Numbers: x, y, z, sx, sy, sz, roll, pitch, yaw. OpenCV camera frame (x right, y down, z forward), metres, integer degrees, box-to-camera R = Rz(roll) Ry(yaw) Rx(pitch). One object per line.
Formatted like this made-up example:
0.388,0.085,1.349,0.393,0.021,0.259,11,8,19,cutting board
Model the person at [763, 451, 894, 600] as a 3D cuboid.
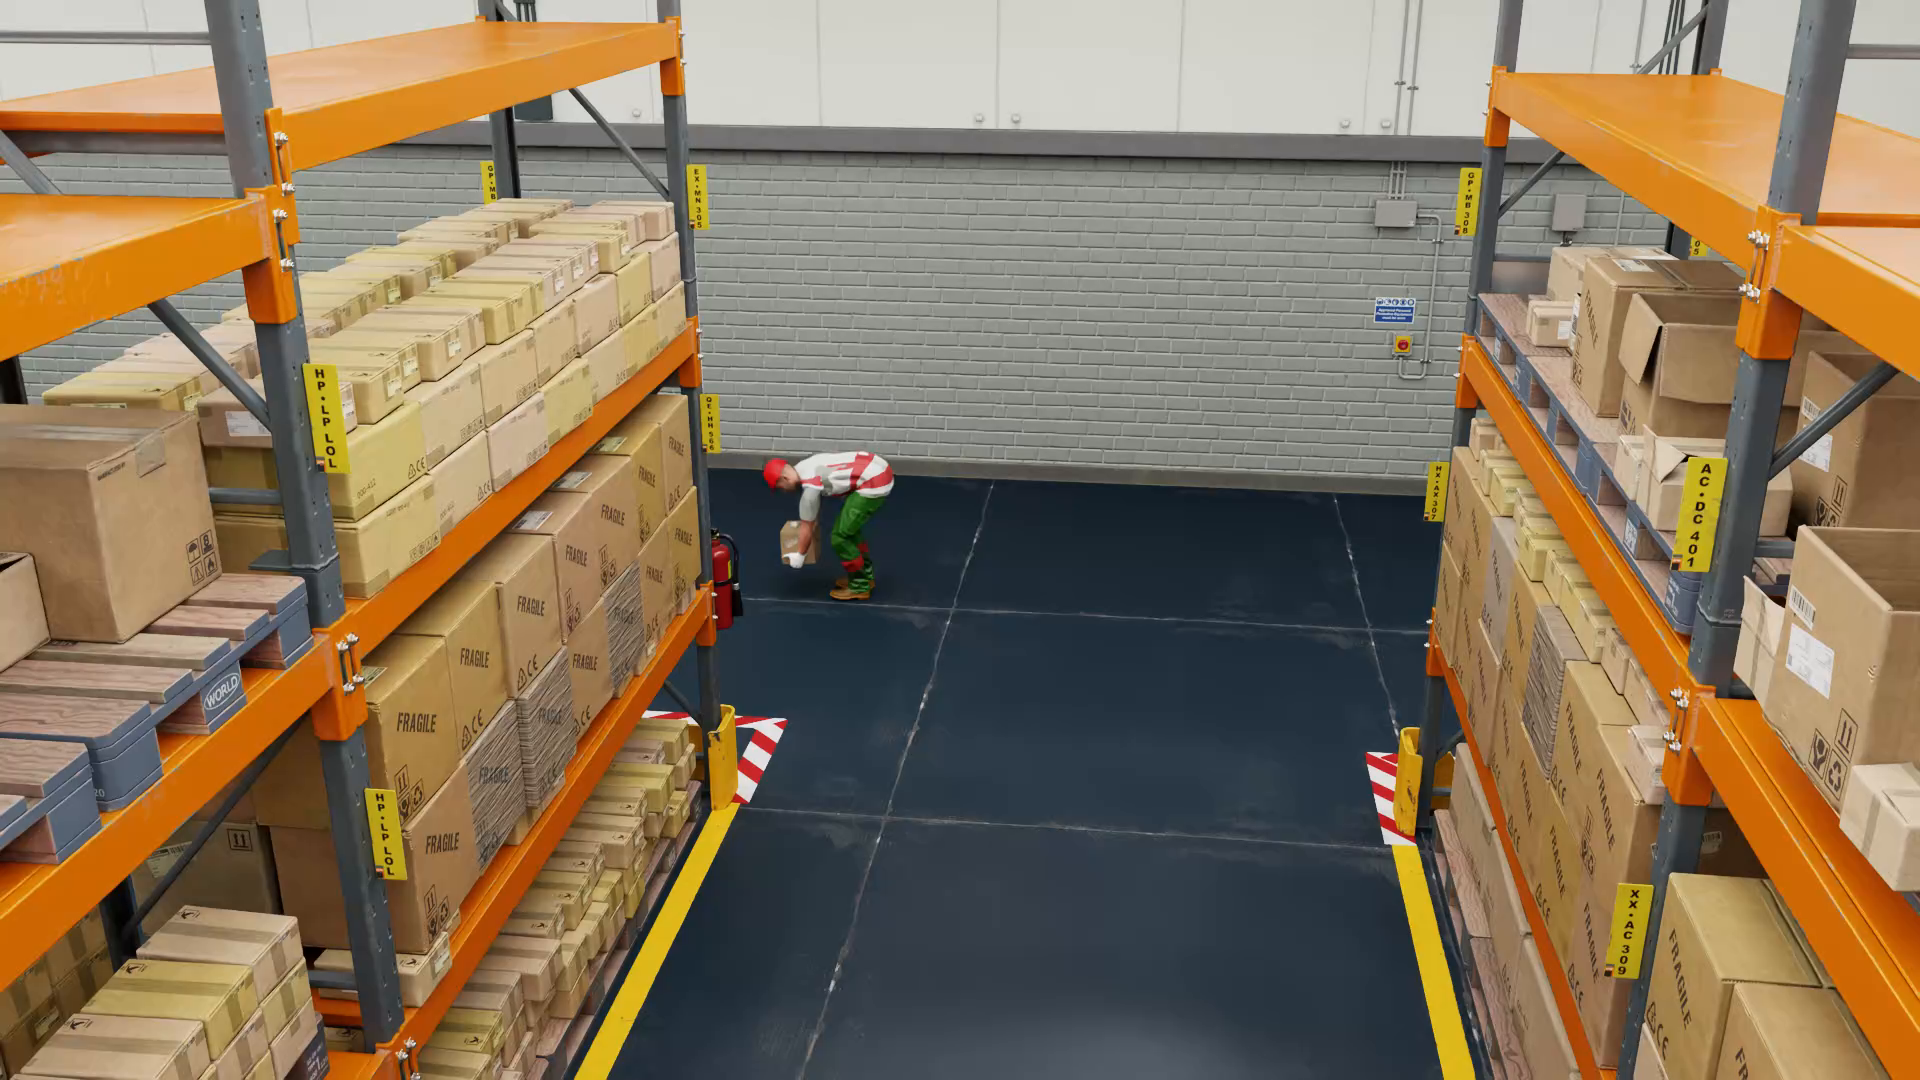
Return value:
-0.966,-0.119,12.323,0.965,1.094,0.492,2,21,4,person
